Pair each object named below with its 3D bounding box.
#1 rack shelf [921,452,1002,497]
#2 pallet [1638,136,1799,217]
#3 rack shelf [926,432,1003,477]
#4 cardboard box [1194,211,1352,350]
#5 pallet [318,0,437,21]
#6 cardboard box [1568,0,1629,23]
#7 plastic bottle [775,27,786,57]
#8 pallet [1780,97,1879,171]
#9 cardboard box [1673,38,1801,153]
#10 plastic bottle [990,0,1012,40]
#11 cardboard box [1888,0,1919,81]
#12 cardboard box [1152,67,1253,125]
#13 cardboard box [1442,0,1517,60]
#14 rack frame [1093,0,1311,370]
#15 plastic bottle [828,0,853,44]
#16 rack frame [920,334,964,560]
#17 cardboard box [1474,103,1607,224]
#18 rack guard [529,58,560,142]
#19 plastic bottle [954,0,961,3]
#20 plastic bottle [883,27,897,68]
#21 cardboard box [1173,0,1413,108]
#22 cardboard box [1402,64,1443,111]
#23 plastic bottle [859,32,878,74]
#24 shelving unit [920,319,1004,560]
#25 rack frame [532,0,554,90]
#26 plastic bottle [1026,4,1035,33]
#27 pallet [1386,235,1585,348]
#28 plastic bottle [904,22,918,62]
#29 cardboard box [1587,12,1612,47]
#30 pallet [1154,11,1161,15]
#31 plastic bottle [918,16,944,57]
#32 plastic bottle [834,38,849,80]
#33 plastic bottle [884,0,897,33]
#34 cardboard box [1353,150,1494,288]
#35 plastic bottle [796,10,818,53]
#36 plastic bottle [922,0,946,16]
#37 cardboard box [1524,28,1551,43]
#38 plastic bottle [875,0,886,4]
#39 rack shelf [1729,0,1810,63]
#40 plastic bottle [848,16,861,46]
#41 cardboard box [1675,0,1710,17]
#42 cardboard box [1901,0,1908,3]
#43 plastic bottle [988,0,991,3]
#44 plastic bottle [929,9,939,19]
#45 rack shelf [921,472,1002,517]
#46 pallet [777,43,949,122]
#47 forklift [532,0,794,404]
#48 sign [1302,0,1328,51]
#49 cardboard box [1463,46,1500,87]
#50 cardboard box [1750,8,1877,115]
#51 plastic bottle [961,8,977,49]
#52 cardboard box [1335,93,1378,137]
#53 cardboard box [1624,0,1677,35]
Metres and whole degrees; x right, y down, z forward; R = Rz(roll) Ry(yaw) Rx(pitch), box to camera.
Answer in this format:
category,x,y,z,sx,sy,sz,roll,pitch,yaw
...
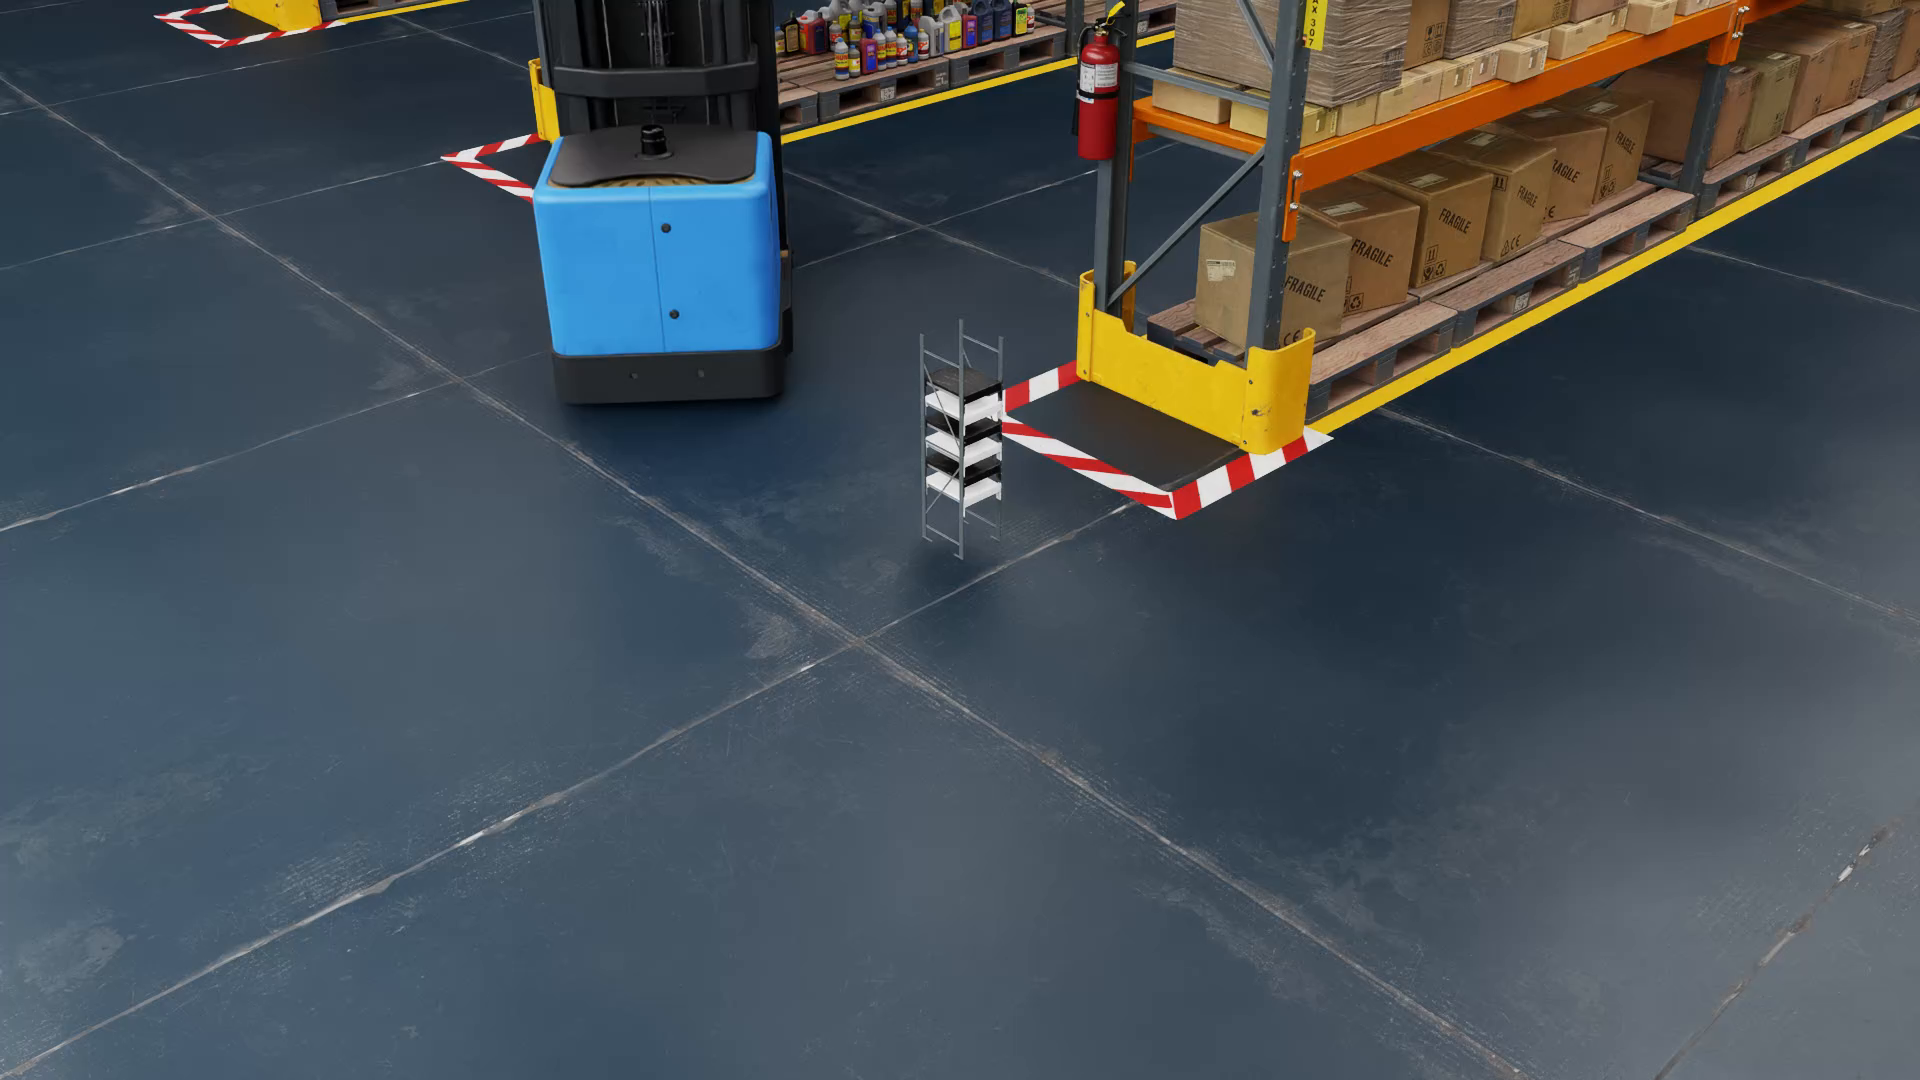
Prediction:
category,x,y,z,sx,sy,sz,roll,pitch,yaw
rack shelf,0.006,-0.282,6.584,0.200,0.077,0.258,-26,40,-35
pallet,4.507,-2.406,10.482,1.213,0.211,1.003,-26,40,-35
rack shelf,0.006,-0.358,6.537,0.200,0.077,0.258,-26,40,-35
cardboard box,1.474,-1.228,7.876,0.500,0.500,0.500,-18,36,-27
pallet,-5.196,-4.788,14.378,1.213,0.211,1.003,-26,40,-35
cardboard box,2.877,-2.972,8.355,0.500,0.500,0.875,-26,40,-35
plastic bottle,-1.315,-3.607,12.035,0.097,0.201,0.097,0,31,0
pallet,5.402,-2.841,11.193,1.213,0.211,1.003,-26,40,-35
cardboard box,4.765,-2.811,10.447,0.500,0.500,0.700,-26,40,-36
plastic bottle,0.294,-3.932,12.423,0.185,0.351,0.144,-27,41,-37
cardboard box,6.393,-3.613,11.758,0.700,0.500,0.500,27,40,36
cardboard box,1.073,-1.973,7.341,0.250,0.149,0.380,-26,40,-35
cardboard box,2.107,-2.638,7.808,0.500,0.500,0.875,-26,40,-35
rack frame,1.004,-1.900,6.981,0.127,3.000,1.000,-26,40,-35
plastic bottle,-0.891,-3.860,12.304,0.185,0.351,0.144,-24,39,-34
rack frame,-0.069,-0.351,6.461,0.006,0.900,0.240,-26,40,-35
cardboard box,3.202,-2.099,9.300,0.500,0.500,0.500,-13,34,-21
rack guard,-2.340,-2.773,10.806,0.348,0.500,1.175,-26,40,-35
plastic bottle,-0.036,-4.226,13.046,0.097,0.201,0.097,0,31,0
plastic bottle,-0.497,-3.499,11.791,0.097,0.271,0.097,0,31,0
cardboard box,1.426,-2.254,7.180,0.500,0.500,0.875,-26,40,-35
cardboard box,1.935,-2.063,7.490,0.250,0.149,0.380,-26,40,-35
plastic bottle,-0.644,-3.420,11.650,0.133,0.283,0.061,-25,39,-35
shelving unit,0.006,-0.387,6.520,0.210,0.900,0.258,-26,40,-35
rack frame,-2.363,-3.794,10.080,0.127,3.000,1.000,-26,40,-35
plastic bottle,0.516,-3.959,12.610,0.097,0.201,0.097,0,31,0
pallet,2.574,-1.442,8.906,1.213,0.211,1.003,-26,40,-35
plastic bottle,-0.349,-3.571,11.908,0.097,0.271,0.097,0,31,0
cardboard box,3.029,-2.598,8.365,0.250,0.149,0.380,-26,40,-35
pallet,2.014,-4.752,14.319,1.213,0.211,1.003,-26,40,-35
plastic bottle,-0.206,-3.661,12.052,0.135,0.276,0.152,-25,39,-35
plastic bottle,-0.822,-3.342,11.534,0.097,0.271,0.097,0,31,0
plastic bottle,-0.525,-3.976,12.570,0.097,0.271,0.097,0,31,0
cardboard box,2.361,-1.667,8.595,0.500,0.500,0.500,-22,38,-31
plastic bottle,-1.111,-3.718,12.144,0.135,0.276,0.152,-25,40,-35
plastic bottle,-0.206,-4.088,12.678,0.185,0.351,0.144,-26,40,-35
cardboard box,2.634,-2.437,8.101,0.250,0.149,0.380,-26,40,-35
plastic bottle,-0.592,-4.005,12.606,0.133,0.283,0.061,-24,39,-33
rack shelf,5.404,-3.721,10.649,4.000,0.370,1.077,-26,40,-35
plastic bottle,-0.777,-3.765,12.293,0.097,0.201,0.097,0,31,0
cardboard box,3.790,-2.938,8.920,0.250,0.149,0.380,-26,40,-35
cardboard box,6.400,-3.929,11.556,0.500,0.250,0.500,-24,39,-34
plastic bottle,0.196,-3.987,12.513,0.185,0.351,0.144,-26,40,-35
plastic bottle,-0.173,-3.751,12.191,0.133,0.283,0.061,-26,40,-35
rack shelf,0.006,-0.205,6.631,0.200,0.077,0.258,-26,40,-35
pallet,-0.846,-3.366,12.053,1.213,0.211,1.003,-26,40,-35
forklift,-1.458,-2.616,8.219,1.130,2.935,3.031,-2,32,-4
sign,1.373,-2.062,6.416,0.005,0.325,0.100,-26,40,-35
cardboard box,2.287,-2.248,7.792,0.250,0.149,0.380,-26,40,-35
cardboard box,5.584,-3.208,11.095,0.500,0.500,0.700,-22,38,-32
plastic bottle,0.062,-3.762,12.208,0.133,0.283,0.061,-23,38,-32
cardboard box,1.572,-1.884,7.196,0.250,0.149,0.380,-26,40,-35
cardboard box,3.458,-2.741,8.597,0.250,0.149,0.380,-26,40,-35
